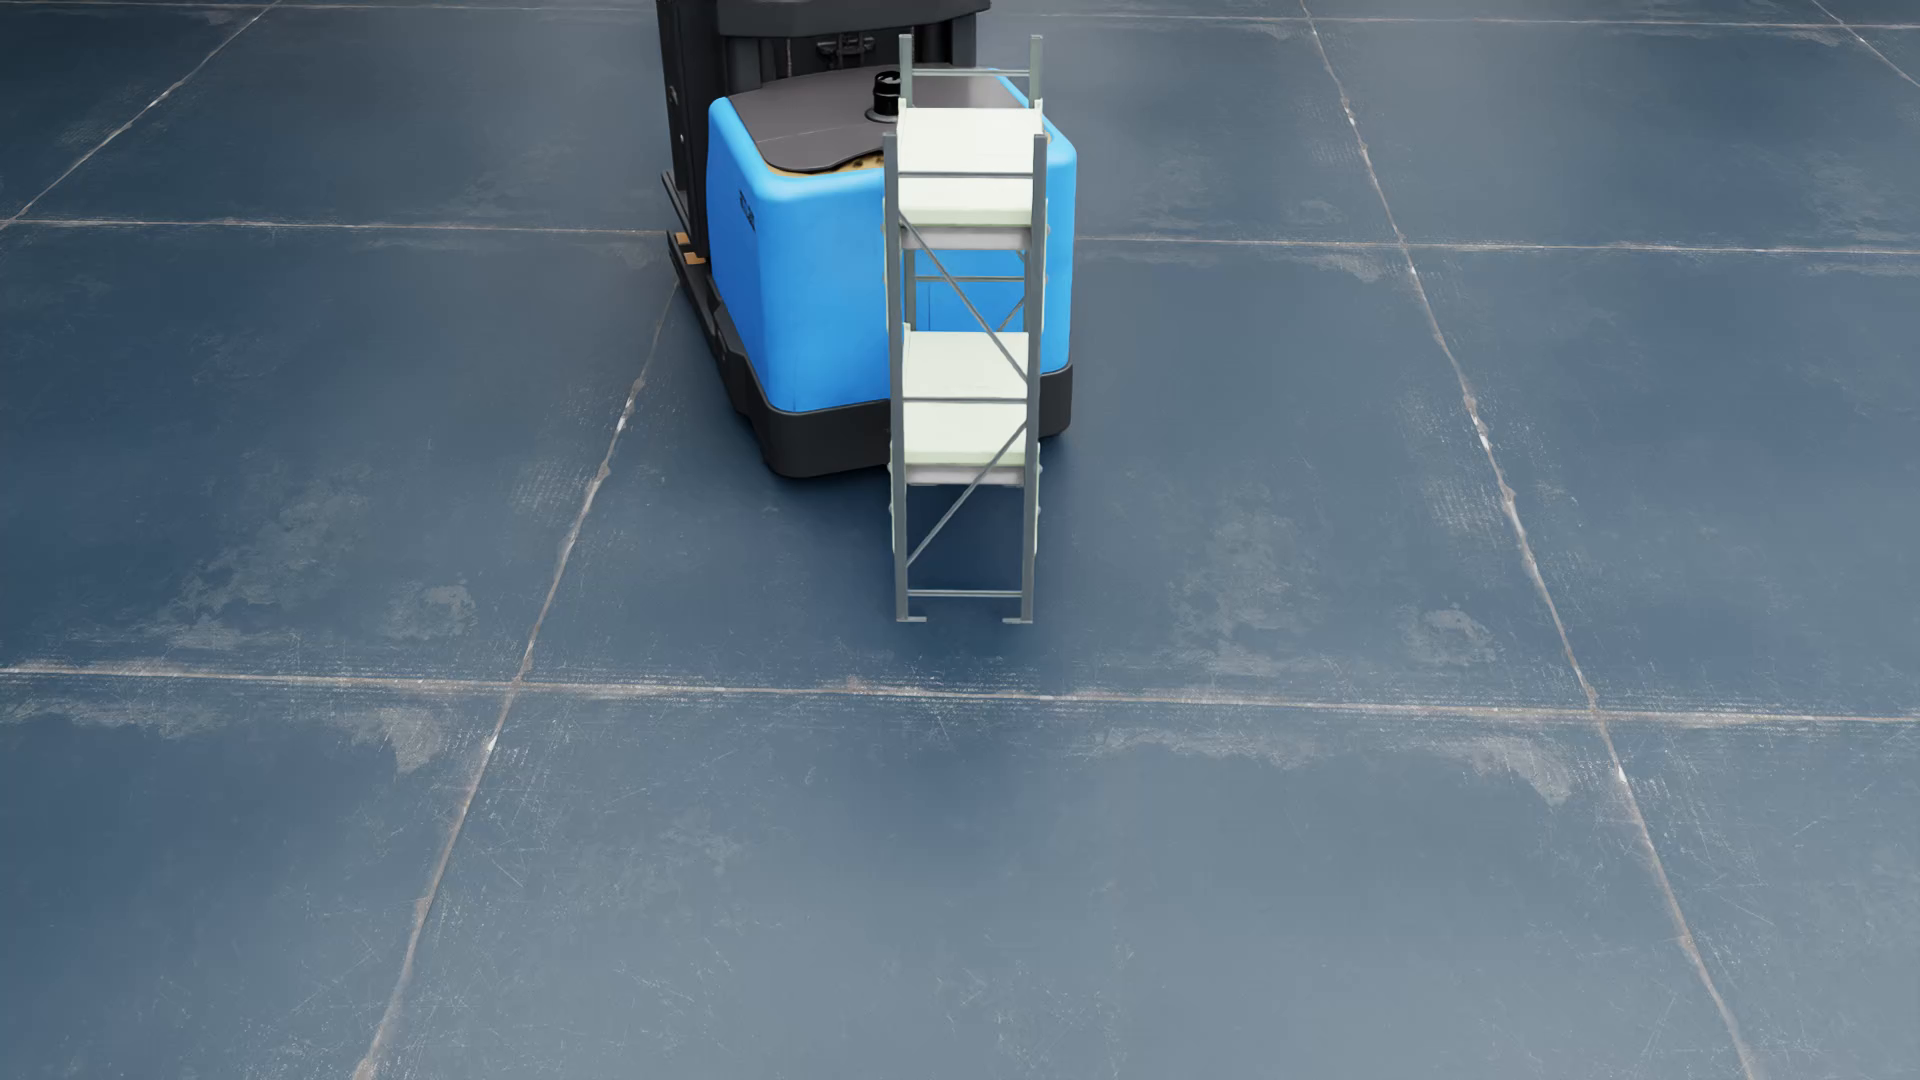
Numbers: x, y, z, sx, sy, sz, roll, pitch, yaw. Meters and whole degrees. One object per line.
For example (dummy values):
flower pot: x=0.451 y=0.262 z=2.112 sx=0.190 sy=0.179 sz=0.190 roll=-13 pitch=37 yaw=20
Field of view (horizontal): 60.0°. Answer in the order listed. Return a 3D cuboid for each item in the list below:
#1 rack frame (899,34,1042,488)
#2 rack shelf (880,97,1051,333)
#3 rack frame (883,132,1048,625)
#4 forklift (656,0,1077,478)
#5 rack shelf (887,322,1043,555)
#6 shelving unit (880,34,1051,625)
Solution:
rack frame: x=0.030 y=-0.793 z=5.075 sx=0.400 sy=1.500 sz=0.023 roll=1 pitch=35 yaw=1
rack shelf: x=0.021 y=-0.902 z=4.551 sx=0.431 sy=0.370 sz=0.720 roll=1 pitch=35 yaw=1
rack frame: x=0.013 y=-0.373 z=4.476 sx=0.400 sy=1.500 sz=0.023 roll=1 pitch=35 yaw=1
forklift: x=-0.557 y=-2.247 z=5.898 sx=1.130 sy=2.935 sz=3.031 roll=-11 pitch=36 yaw=-15
rack shelf: x=0.021 y=-0.316 z=4.963 sx=0.431 sy=0.370 sz=0.720 roll=1 pitch=35 yaw=1
shelving unit: x=0.021 y=-0.583 z=4.775 sx=0.431 sy=1.500 sz=0.755 roll=1 pitch=35 yaw=1
